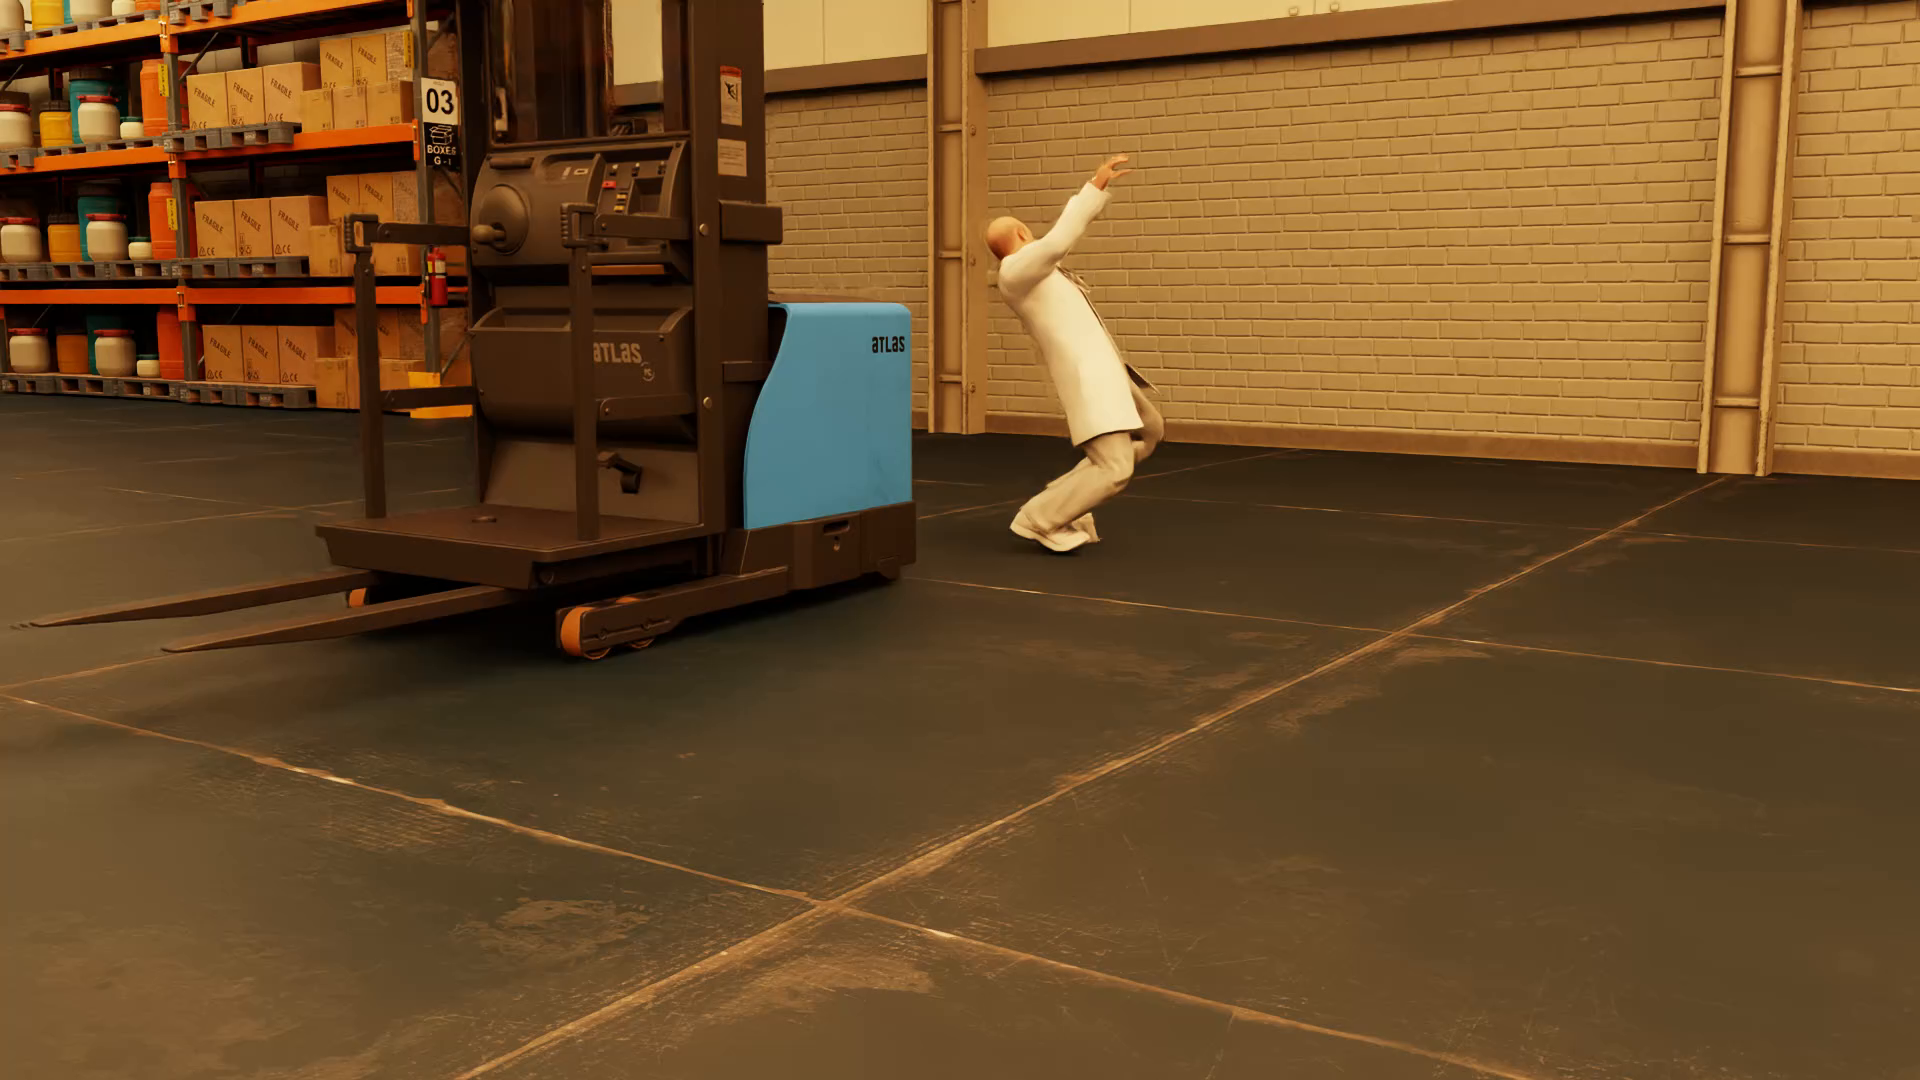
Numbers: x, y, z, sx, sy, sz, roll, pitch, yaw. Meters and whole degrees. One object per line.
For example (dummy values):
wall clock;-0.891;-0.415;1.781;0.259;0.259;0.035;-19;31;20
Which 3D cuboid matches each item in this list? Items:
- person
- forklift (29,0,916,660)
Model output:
person;0.496;-0.787;7.293;0.770;1.697;1.022;2;8;12
forklift;-1.395;-1.162;5.362;1.130;2.935;3.031;5;10;33
